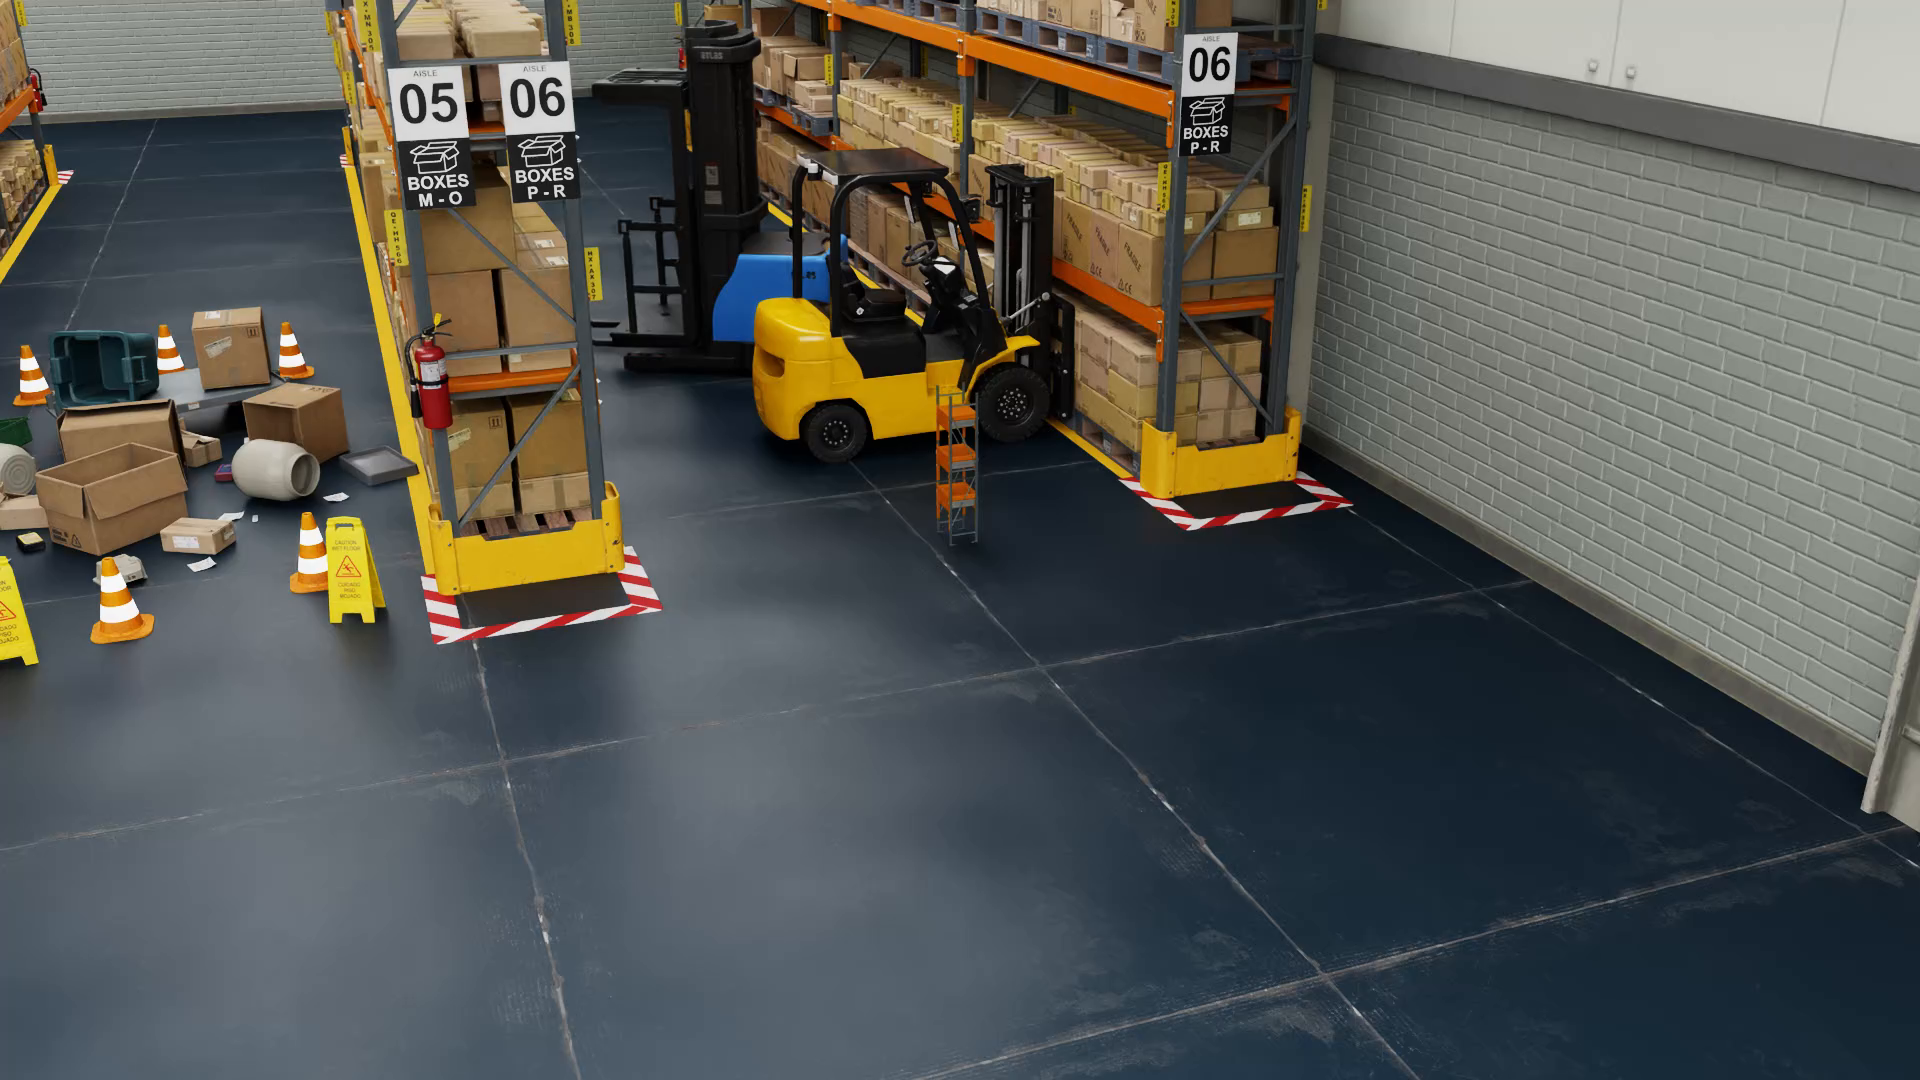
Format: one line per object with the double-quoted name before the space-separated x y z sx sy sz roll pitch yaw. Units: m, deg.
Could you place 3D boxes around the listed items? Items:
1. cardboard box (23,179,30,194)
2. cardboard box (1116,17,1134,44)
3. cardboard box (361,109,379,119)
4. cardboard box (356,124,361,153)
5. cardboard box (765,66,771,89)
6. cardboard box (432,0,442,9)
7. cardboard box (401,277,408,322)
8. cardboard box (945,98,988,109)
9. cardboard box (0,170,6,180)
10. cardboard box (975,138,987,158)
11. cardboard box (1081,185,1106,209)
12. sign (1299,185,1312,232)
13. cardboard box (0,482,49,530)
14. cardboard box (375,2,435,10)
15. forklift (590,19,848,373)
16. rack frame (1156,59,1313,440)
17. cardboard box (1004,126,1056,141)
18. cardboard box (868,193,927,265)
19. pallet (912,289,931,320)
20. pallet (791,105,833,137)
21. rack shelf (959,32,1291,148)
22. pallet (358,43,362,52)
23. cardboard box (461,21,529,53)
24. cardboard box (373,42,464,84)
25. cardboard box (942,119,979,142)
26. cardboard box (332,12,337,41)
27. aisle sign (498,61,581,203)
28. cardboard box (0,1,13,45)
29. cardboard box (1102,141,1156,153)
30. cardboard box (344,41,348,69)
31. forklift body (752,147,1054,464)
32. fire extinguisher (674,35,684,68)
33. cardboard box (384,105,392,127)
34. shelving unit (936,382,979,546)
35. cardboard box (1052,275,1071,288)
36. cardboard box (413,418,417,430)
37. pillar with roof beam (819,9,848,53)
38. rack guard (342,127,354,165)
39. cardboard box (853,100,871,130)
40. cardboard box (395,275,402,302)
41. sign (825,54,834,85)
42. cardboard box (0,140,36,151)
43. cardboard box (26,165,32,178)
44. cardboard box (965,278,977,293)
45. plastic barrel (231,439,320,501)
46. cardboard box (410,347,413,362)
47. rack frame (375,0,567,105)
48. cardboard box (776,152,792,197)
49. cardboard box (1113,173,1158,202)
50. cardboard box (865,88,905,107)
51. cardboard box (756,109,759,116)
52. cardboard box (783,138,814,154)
"cardboard box" -12.085 -4.495 21.181 0.380 0.149 0.250 -8 24 -18
"cardboard box" 1.323 -3.589 11.695 0.380 0.149 0.250 -9 24 -21
"cardboard box" -4.203 -3.049 12.822 0.700 0.500 0.500 -9 24 -20
"cardboard box" -6.185 -4.310 17.808 0.500 0.250 0.500 -8 24 -18
"cardboard box" -2.208 -5.758 20.681 0.396 0.266 0.258 -7 24 -16
"cardboard box" -3.668 -3.952 12.200 0.380 0.149 0.250 -8 24 -18
"cardboard box" -3.365 -1.666 10.829 0.500 0.500 0.500 -8 24 -19
"cardboard box" 0.068 -4.339 16.720 0.380 0.149 0.250 -8 24 -19
"cardboard box" -11.796 -4.378 20.139 0.380 0.149 0.250 -9 24 -20
"cardboard box" 0.353 -3.470 14.657 0.380 0.149 0.250 -9 24 -20
"cardboard box" 1.147 -2.630 12.663 0.380 0.149 0.250 -9 25 -21
"sign" 2.421 -2.333 11.706 0.100 0.325 0.005 -8 24 -19
"cardboard box" -6.421 -0.247 11.494 0.396 0.266 0.258 -4 23 -10
"cardboard box" -3.723 -3.516 11.164 0.380 0.149 0.250 -8 24 -18
"forklift" -2.562 -3.031 14.669 3.031 2.935 1.130 2 23 6
"rack frame" 1.900 -1.823 11.714 1.000 3.000 0.127 -8 24 -19
"cardboard box" 0.597 -3.428 14.175 0.380 0.149 0.250 -9 24 -20
"cardboard box" -0.481 -3.365 17.888 0.875 0.625 0.625 -8 24 -17
"pallet" 0.190 -2.254 16.327 1.003 0.211 1.213 -8 24 -19
"pallet" -1.232 -4.879 19.210 1.213 0.211 1.003 -8 24 -19
"rack shelf" 1.193 -3.601 12.996 1.077 0.370 4.000 -8 24 -19
"pallet" -4.274 -4.129 13.564 1.213 0.211 1.003 -8 24 -19
"cardboard box" -2.781 -3.022 9.992 0.380 0.149 0.250 -8 24 -19
"cardboard box" -3.339 -2.925 10.276 0.500 0.250 0.500 -9 24 -20
"cardboard box" 0.050 -3.807 15.456 0.380 0.149 0.250 -9 24 -20
"cardboard box" -8.114 -6.875 22.284 0.500 0.500 0.500 -9 24 -19
"aisle sign" -2.431 -2.359 9.638 0.394 0.787 0.004 -8 24 -19
"cardboard box" -12.417 -6.566 21.168 0.500 0.500 0.500 -9 25 -21
"cardboard box" 1.365 -3.118 13.440 0.380 0.149 0.250 -8 24 -17
"cardboard box" -6.526 -5.258 18.447 0.500 0.500 0.500 -9 24 -20
"forklift body" -0.477 -1.871 12.920 2.313 2.155 1.214 -8 24 -19
"fire extinguisher" -4.237 -7.420 25.571 0.296 0.674 0.183 -8 24 -19
"cardboard box" -3.249 -2.585 9.982 0.380 0.149 0.250 -8 24 -19
"shelving unit" -0.019 -0.503 11.092 0.215 1.050 0.252 -8 24 -19
"cardboard box" 0.722 -2.079 14.032 0.500 0.250 0.500 -7 24 -17
"cardboard box" -4.001 -1.077 12.943 0.500 0.250 0.500 -7 24 -16
"pillar with roof beam" -5.770 -8.734 20.386 9.100 9.000 0.400 -8 24 -19
"rack guard" -8.403 -5.812 24.395 1.175 0.500 0.348 -8 24 -19
"cardboard box" -0.822 -4.515 17.649 0.500 0.250 0.500 -8 24 -17
"cardboard box" -3.901 -1.854 12.111 0.380 0.149 0.250 -8 24 -19
"sign" -1.431 -5.149 18.217 0.100 0.325 0.005 -8 24 -19
"cardboard box" -12.566 -5.235 22.173 0.380 0.149 0.250 -8 24 -18
"cardboard box" -12.156 -4.728 21.353 0.380 0.149 0.250 -8 24 -18
"cardboard box" 0.369 -2.216 15.000 0.500 0.250 0.500 -8 24 -19
"plastic barrel" -4.889 -0.497 11.883 0.512 0.421 0.421 8 24 18
"cardboard box" -3.639 -1.279 11.622 0.380 0.149 0.250 -7 24 -17
"rack frame" -2.743 -3.906 8.930 1.000 3.000 0.127 -8 24 -19
"cardboard box" -2.010 -4.645 21.085 0.500 0.500 0.500 -9 25 -21
"cardboard box" 1.342 -2.583 12.171 0.380 0.149 0.250 -8 24 -18
"cardboard box" -0.775 -4.639 17.431 0.380 0.149 0.250 -8 24 -18
"cardboard box" -3.360 -6.128 24.604 0.700 0.500 0.500 -7 24 -17
"cardboard box" -2.027 -4.982 21.051 0.380 0.149 0.250 -8 24 -19
